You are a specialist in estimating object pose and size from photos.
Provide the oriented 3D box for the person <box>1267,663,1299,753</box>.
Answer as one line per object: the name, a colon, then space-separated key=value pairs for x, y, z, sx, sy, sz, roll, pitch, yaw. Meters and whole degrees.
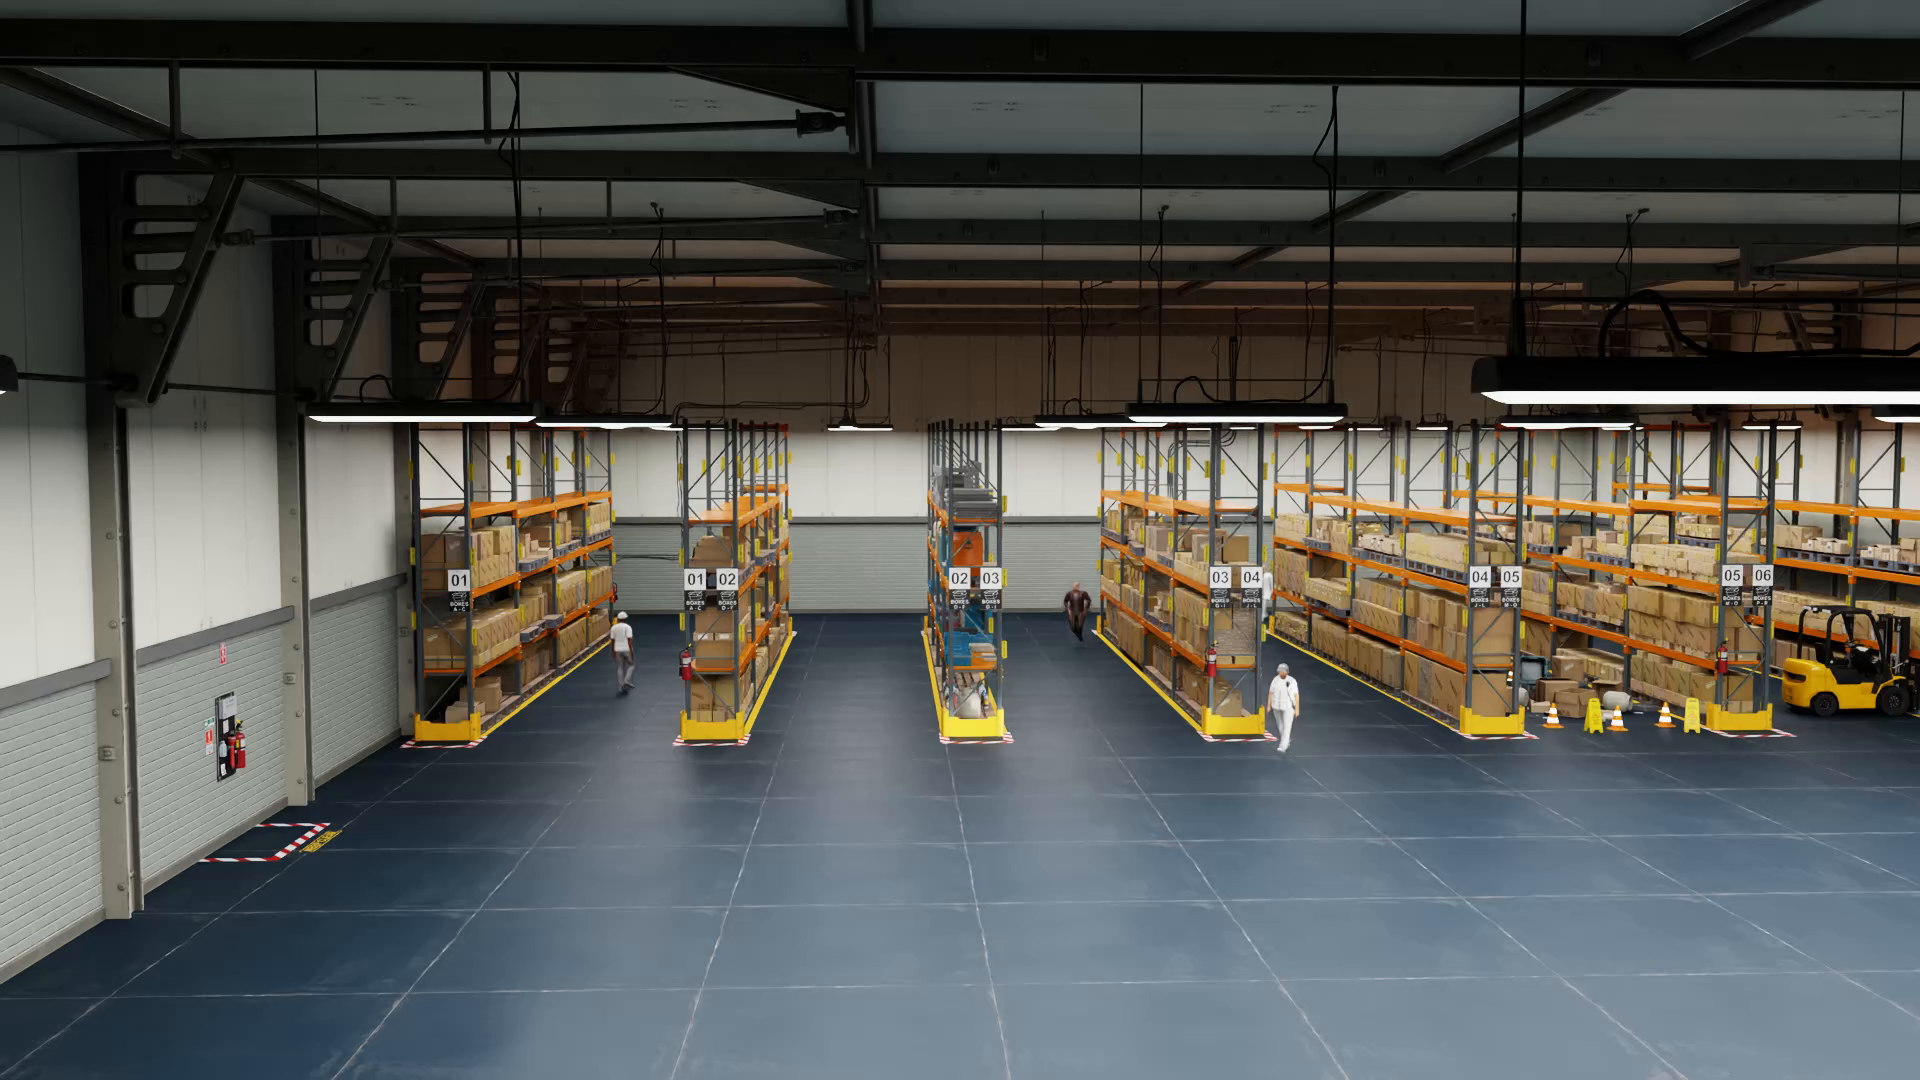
person: x=5.742 y=3.002 z=29.707 sx=0.502 sy=1.602 sz=1.060 roll=3 pitch=4 yaw=35

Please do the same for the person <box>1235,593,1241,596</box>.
person: x=7.897 y=1.916 z=46.915 sx=0.453 sy=1.615 sz=0.459 roll=0 pitch=4 yaw=-3

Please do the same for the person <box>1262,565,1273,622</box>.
person: x=9.217 y=1.607 z=50.553 sx=0.627 sy=1.716 sz=1.207 roll=2 pitch=4 yaw=29

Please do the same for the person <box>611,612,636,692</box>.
person: x=-7.486 y=2.472 z=36.914 sx=0.592 sy=1.752 sz=0.481 roll=1 pitch=4 yaw=10

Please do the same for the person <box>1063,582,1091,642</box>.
person: x=3.149 y=1.942 z=44.596 sx=0.753 sy=1.631 sz=0.613 roll=1 pitch=4 yaw=9
